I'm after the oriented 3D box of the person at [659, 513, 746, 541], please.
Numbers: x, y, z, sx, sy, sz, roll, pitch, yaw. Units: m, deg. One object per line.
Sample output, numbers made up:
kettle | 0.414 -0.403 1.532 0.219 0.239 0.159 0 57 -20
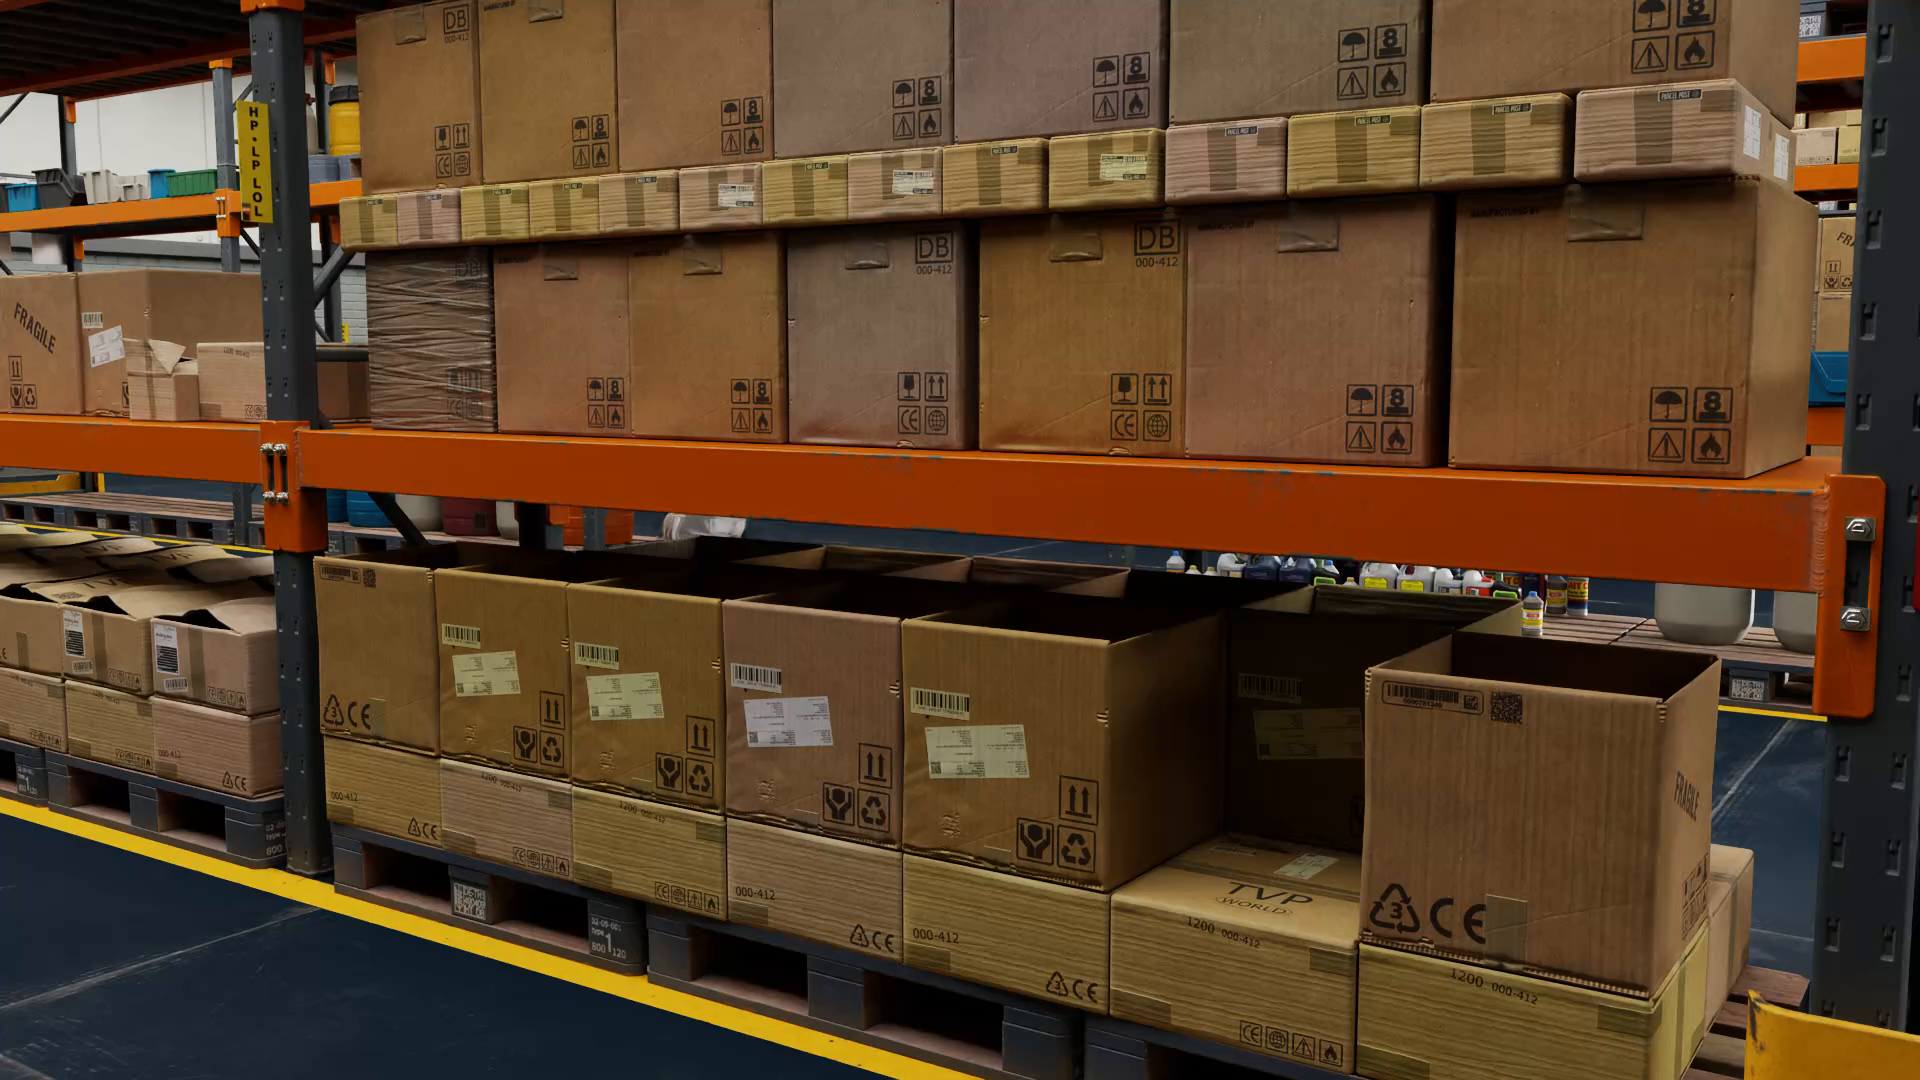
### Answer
person | -0.976 -0.116 6.522 0.443 1.793 0.579 3 7 23
